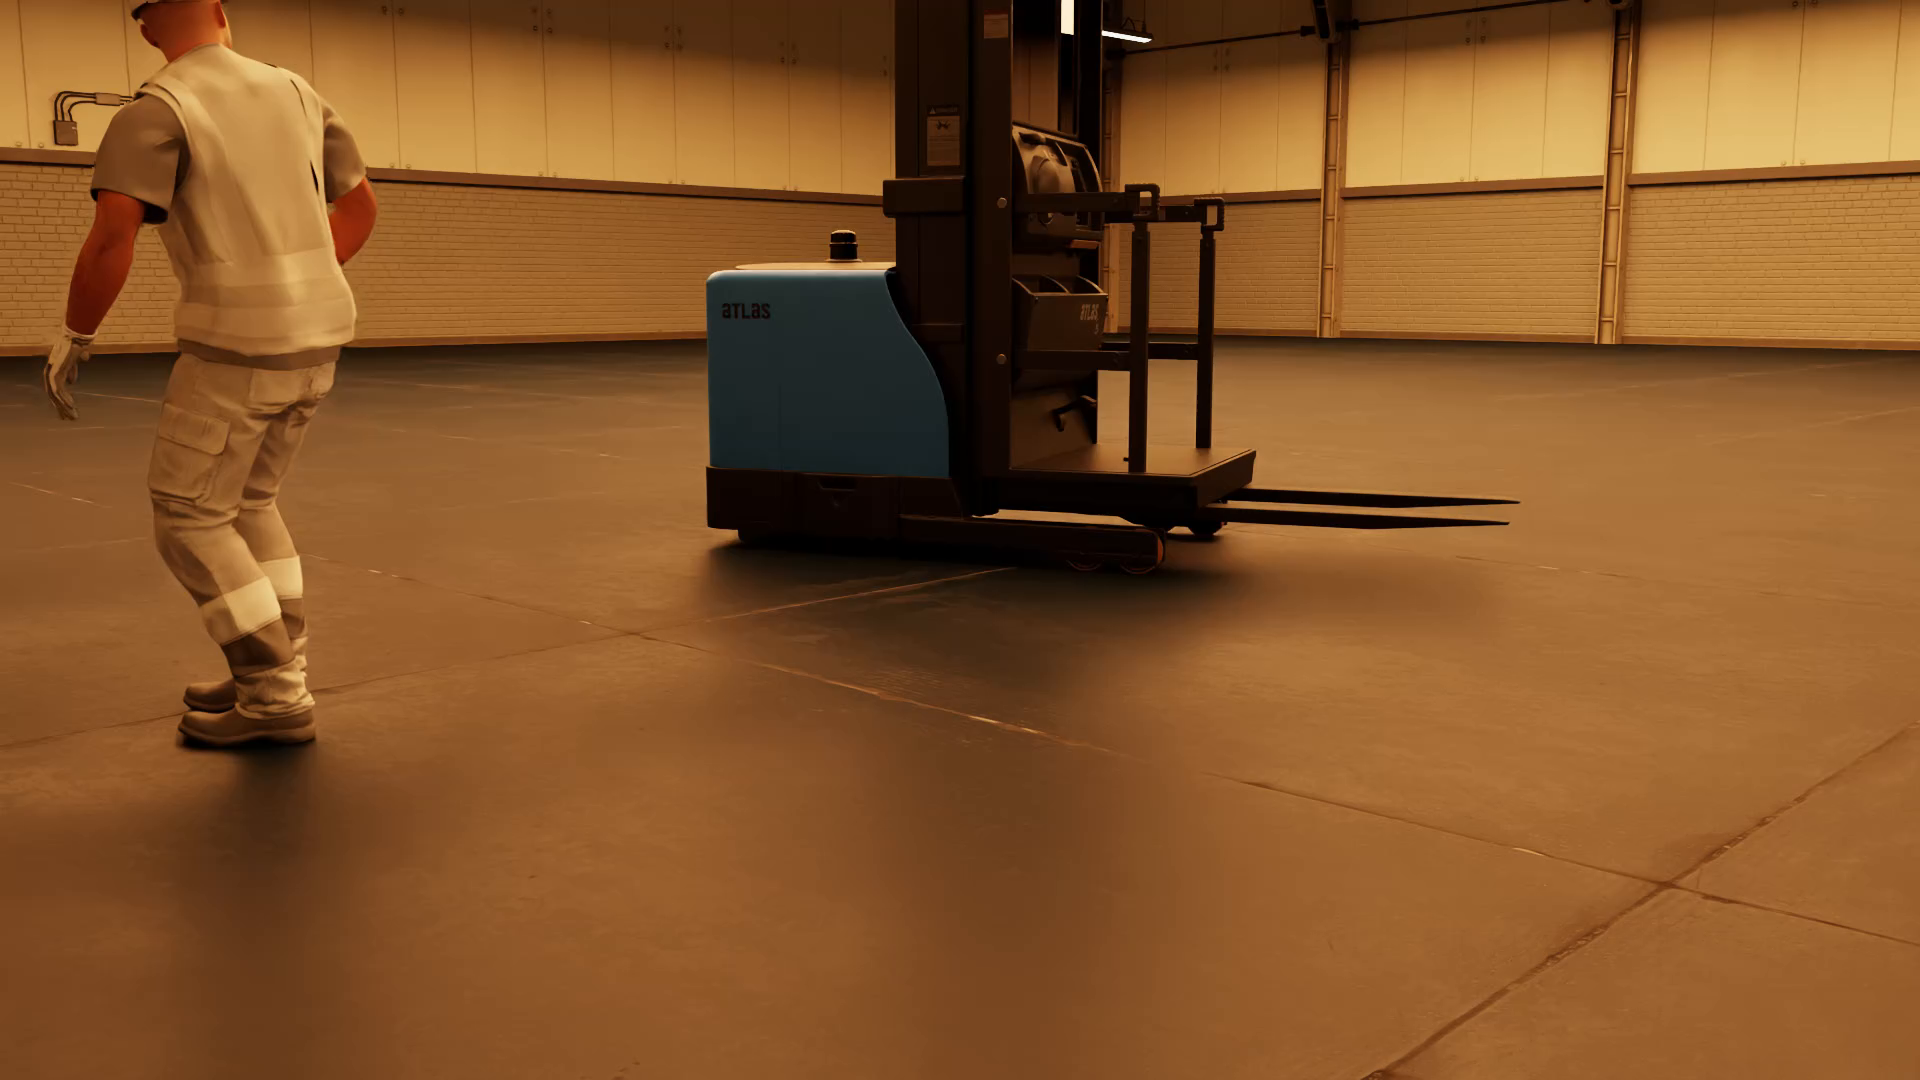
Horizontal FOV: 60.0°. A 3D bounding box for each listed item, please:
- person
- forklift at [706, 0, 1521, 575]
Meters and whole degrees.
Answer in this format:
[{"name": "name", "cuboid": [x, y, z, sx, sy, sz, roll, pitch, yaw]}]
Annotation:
[{"name": "person", "cuboid": [-1.658, -0.421, 3.698, 0.512, 1.741, 0.740, 3, 9, 16]}, {"name": "forklift", "cuboid": [0.565, -1.416, 6.275, 3.031, 2.935, 1.130, 3, 9, 22]}]
